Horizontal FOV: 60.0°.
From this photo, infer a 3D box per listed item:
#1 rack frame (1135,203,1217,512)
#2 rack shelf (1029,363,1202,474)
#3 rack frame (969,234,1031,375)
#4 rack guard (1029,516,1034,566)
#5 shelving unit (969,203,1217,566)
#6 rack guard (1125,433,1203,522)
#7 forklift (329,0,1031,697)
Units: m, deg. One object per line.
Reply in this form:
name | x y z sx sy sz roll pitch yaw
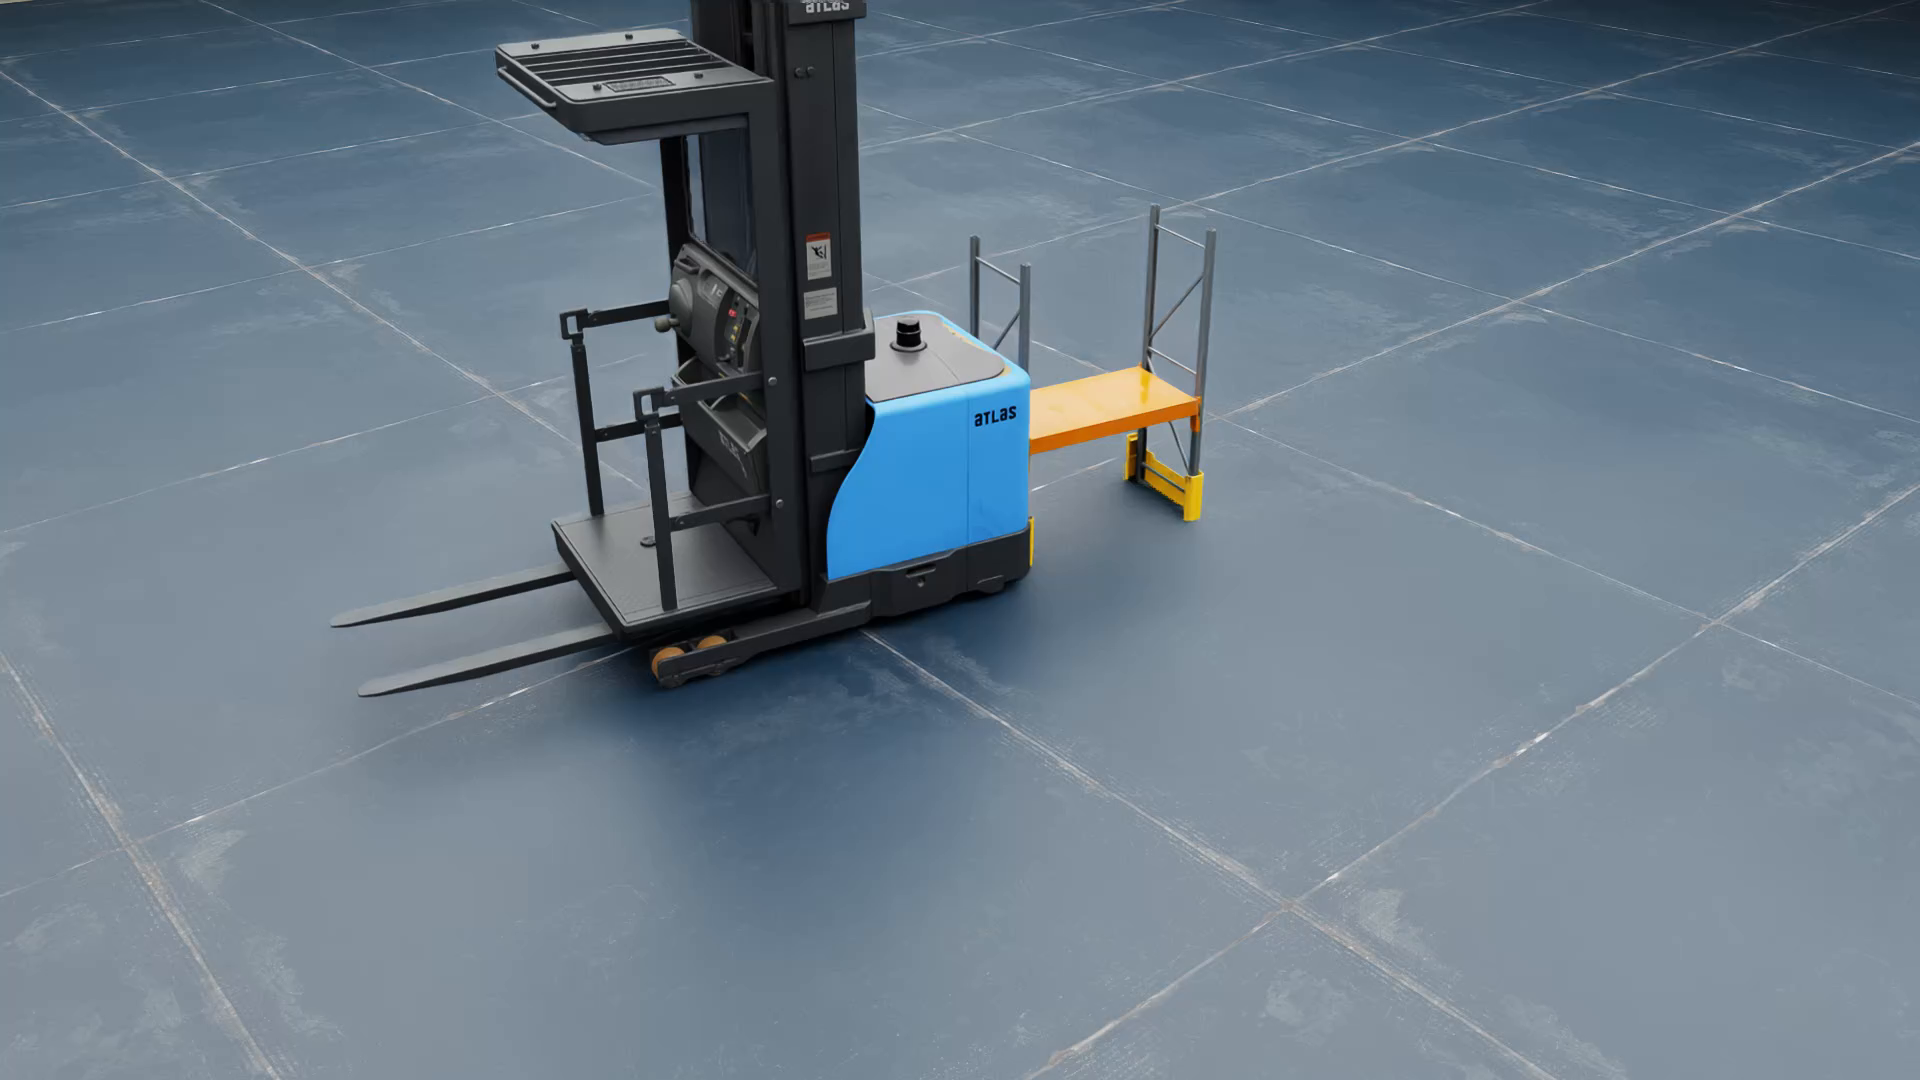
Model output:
rack frame | 1.067 -0.886 8.316 0.032 1.500 0.500 -15 31 -25
rack shelf | 0.623 -0.610 8.182 1.000 0.185 0.538 -15 31 -25
rack frame | 0.179 -0.652 7.879 0.032 1.500 0.500 -15 31 -25
rack guard | 0.180 -0.101 8.174 0.087 0.250 0.587 -15 31 -25
shelving unit | 0.615 -0.767 8.094 1.083 1.500 0.587 -15 31 -25
rack guard | 1.050 -0.330 8.602 0.087 0.250 0.587 -15 31 -25
forklift | -1.215 -0.952 6.921 3.031 2.935 1.130 -14 31 -25
